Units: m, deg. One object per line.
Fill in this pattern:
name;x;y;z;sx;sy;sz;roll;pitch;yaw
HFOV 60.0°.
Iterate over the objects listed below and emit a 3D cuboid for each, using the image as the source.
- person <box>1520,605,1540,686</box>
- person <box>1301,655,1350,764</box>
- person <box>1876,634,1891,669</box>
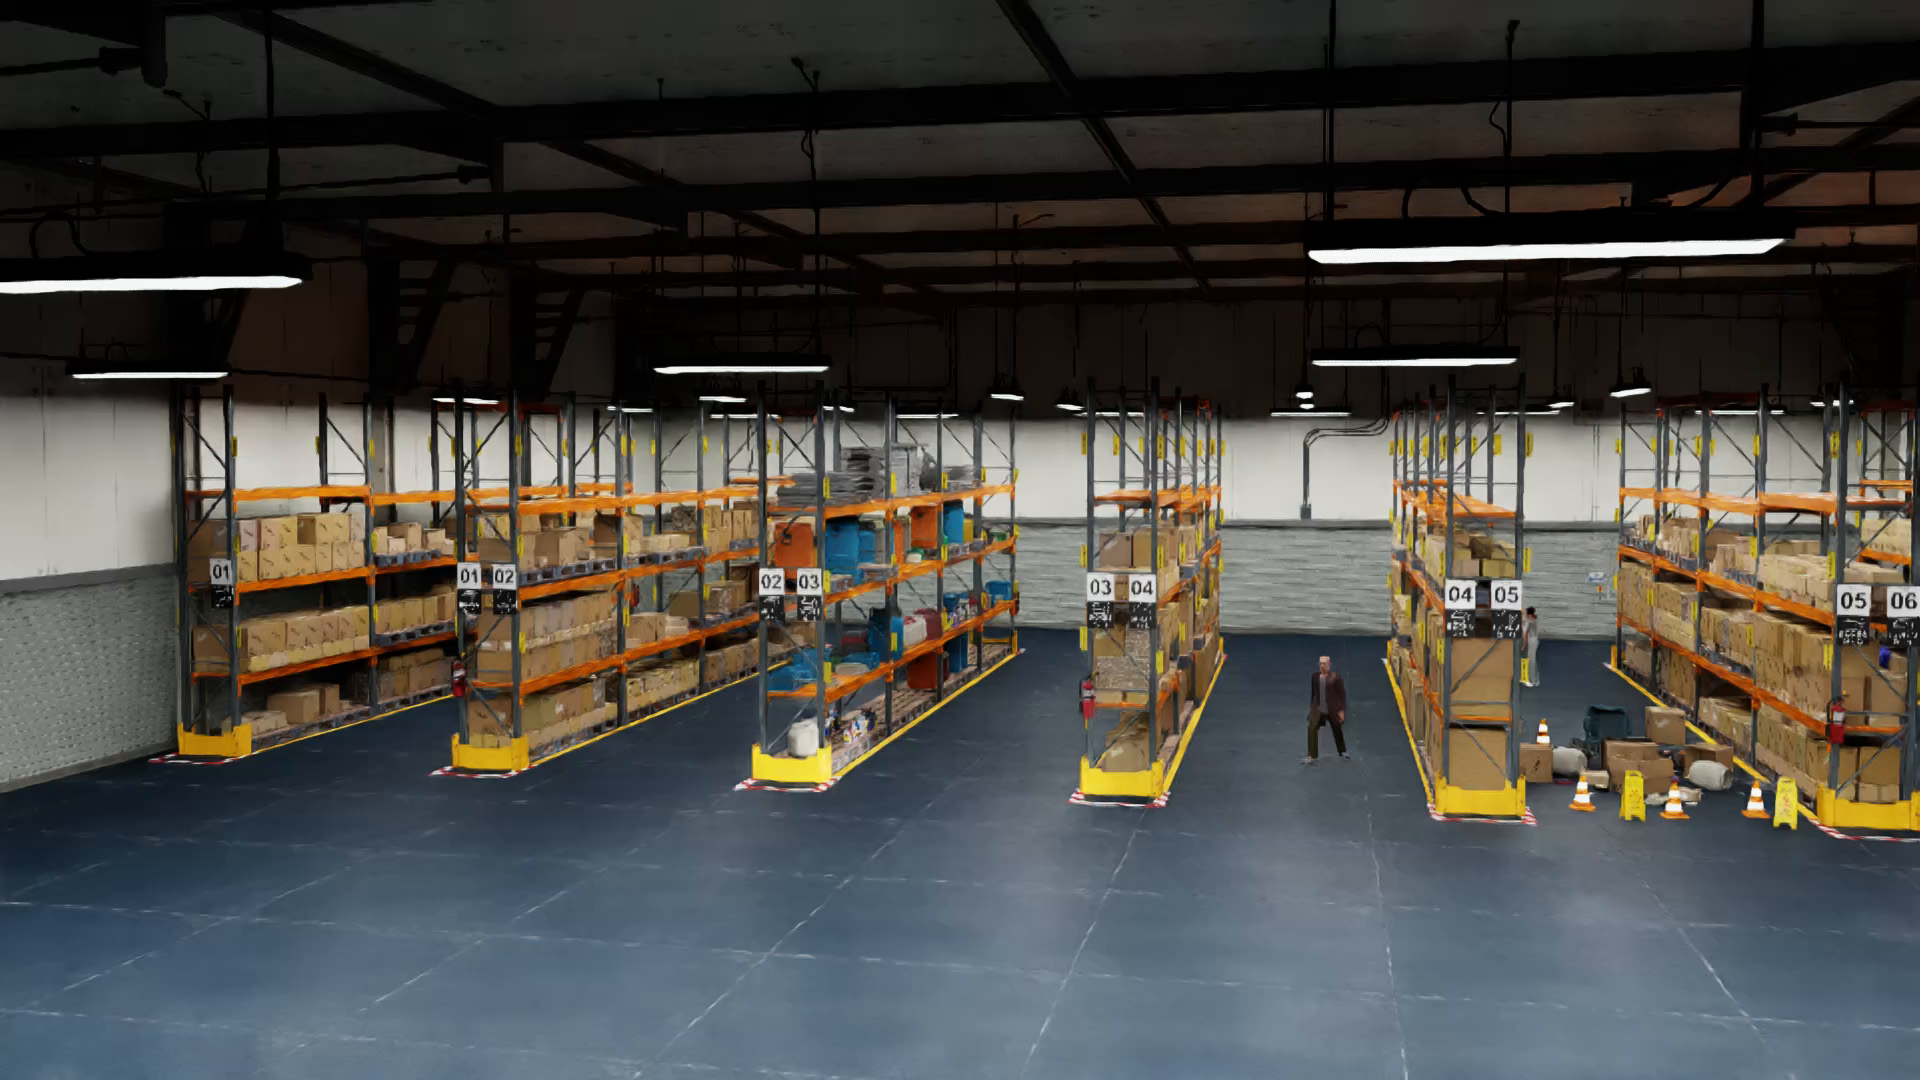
person;11.932;2.199;34.903;0.570;1.666;0.570;3;4;38
person;5.814;2.670;26.321;0.635;1.722;1.046;2;4;32
person;16.449;2.497;29.750;0.555;1.651;0.588;3;4;38
